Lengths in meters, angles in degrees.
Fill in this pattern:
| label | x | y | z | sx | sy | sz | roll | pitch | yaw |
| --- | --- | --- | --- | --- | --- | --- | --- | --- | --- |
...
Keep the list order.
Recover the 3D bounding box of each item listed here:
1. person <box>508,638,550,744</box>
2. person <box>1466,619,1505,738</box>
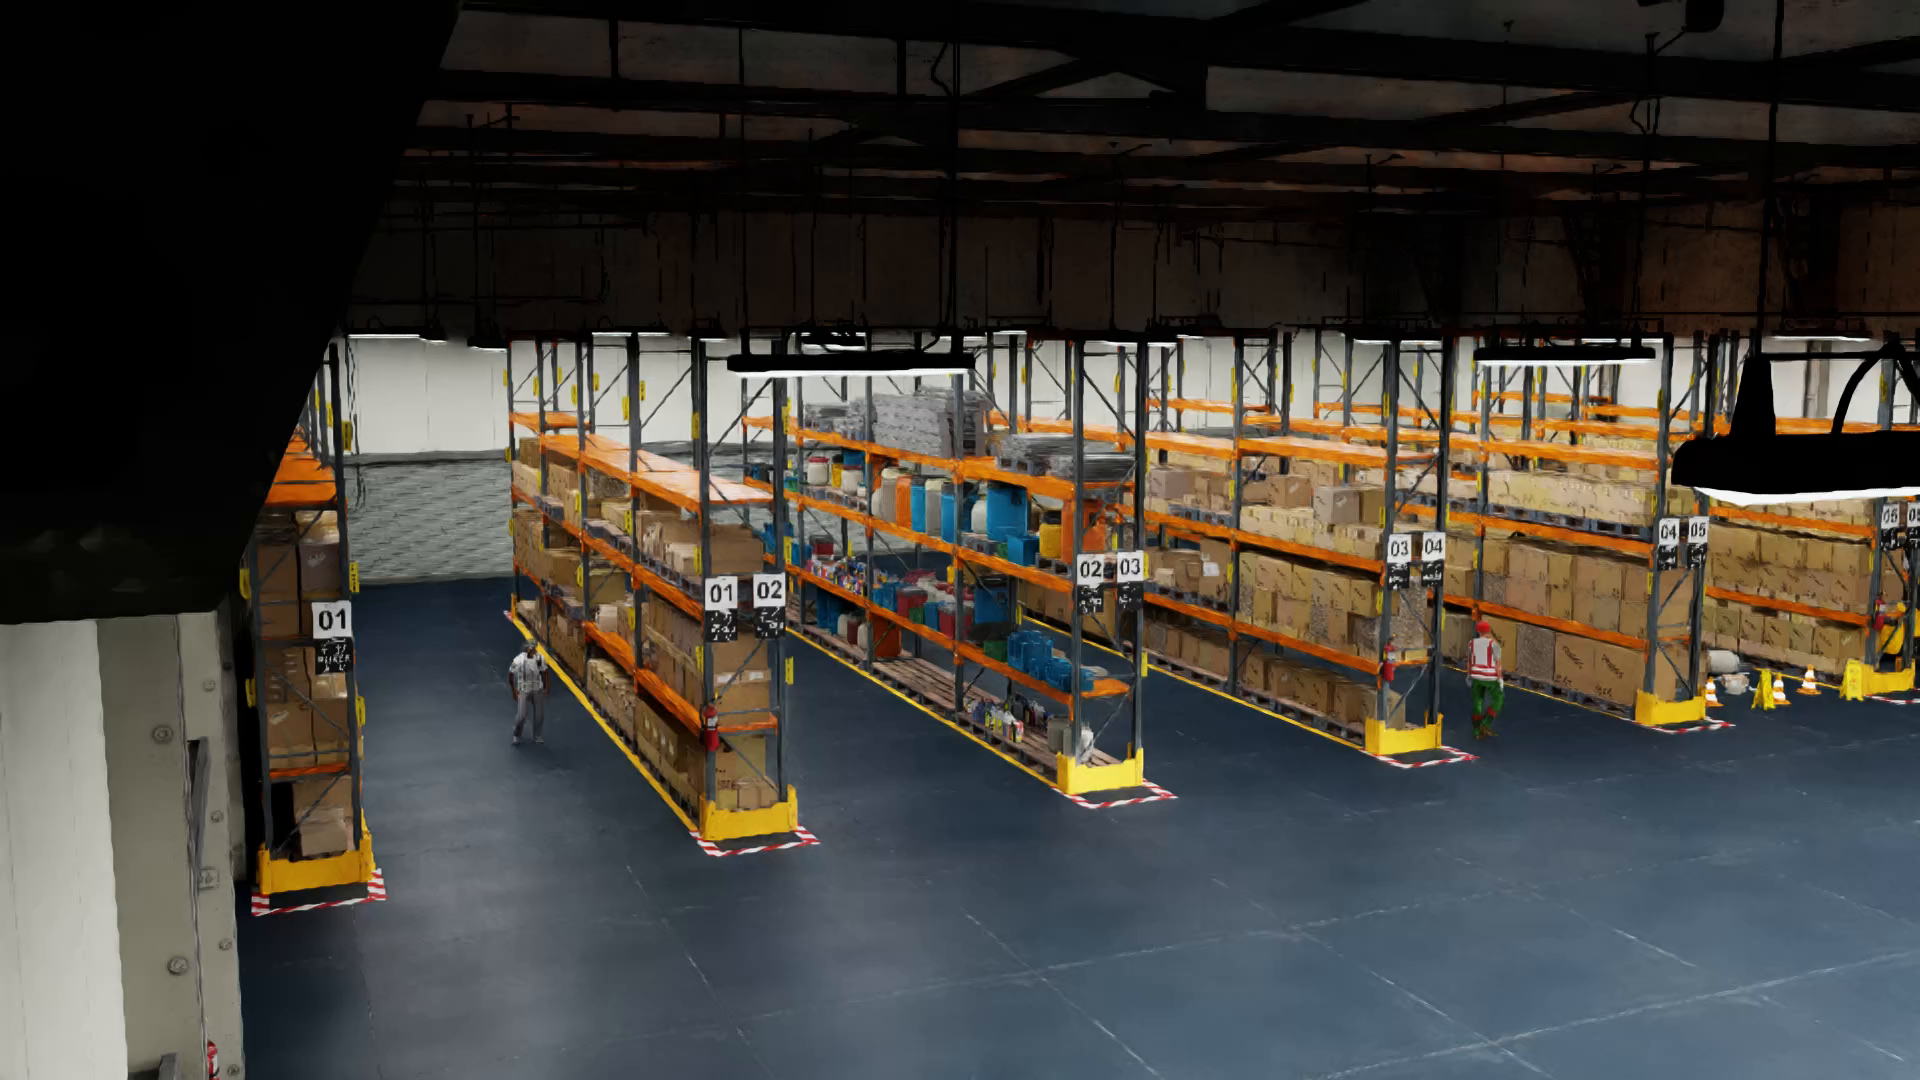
| label | x | y | z | sx | sy | sz | roll | pitch | yaw |
| --- | --- | --- | --- | --- | --- | --- | --- | --- | --- |
| person | -6.341 | 2.209 | 24.506 | 0.592 | 1.629 | 0.531 | -4 | 9 | -25 |
| person | 7.830 | 2.074 | 24.844 | 0.598 | 1.786 | 0.443 | 7 | 10 | 40 |
